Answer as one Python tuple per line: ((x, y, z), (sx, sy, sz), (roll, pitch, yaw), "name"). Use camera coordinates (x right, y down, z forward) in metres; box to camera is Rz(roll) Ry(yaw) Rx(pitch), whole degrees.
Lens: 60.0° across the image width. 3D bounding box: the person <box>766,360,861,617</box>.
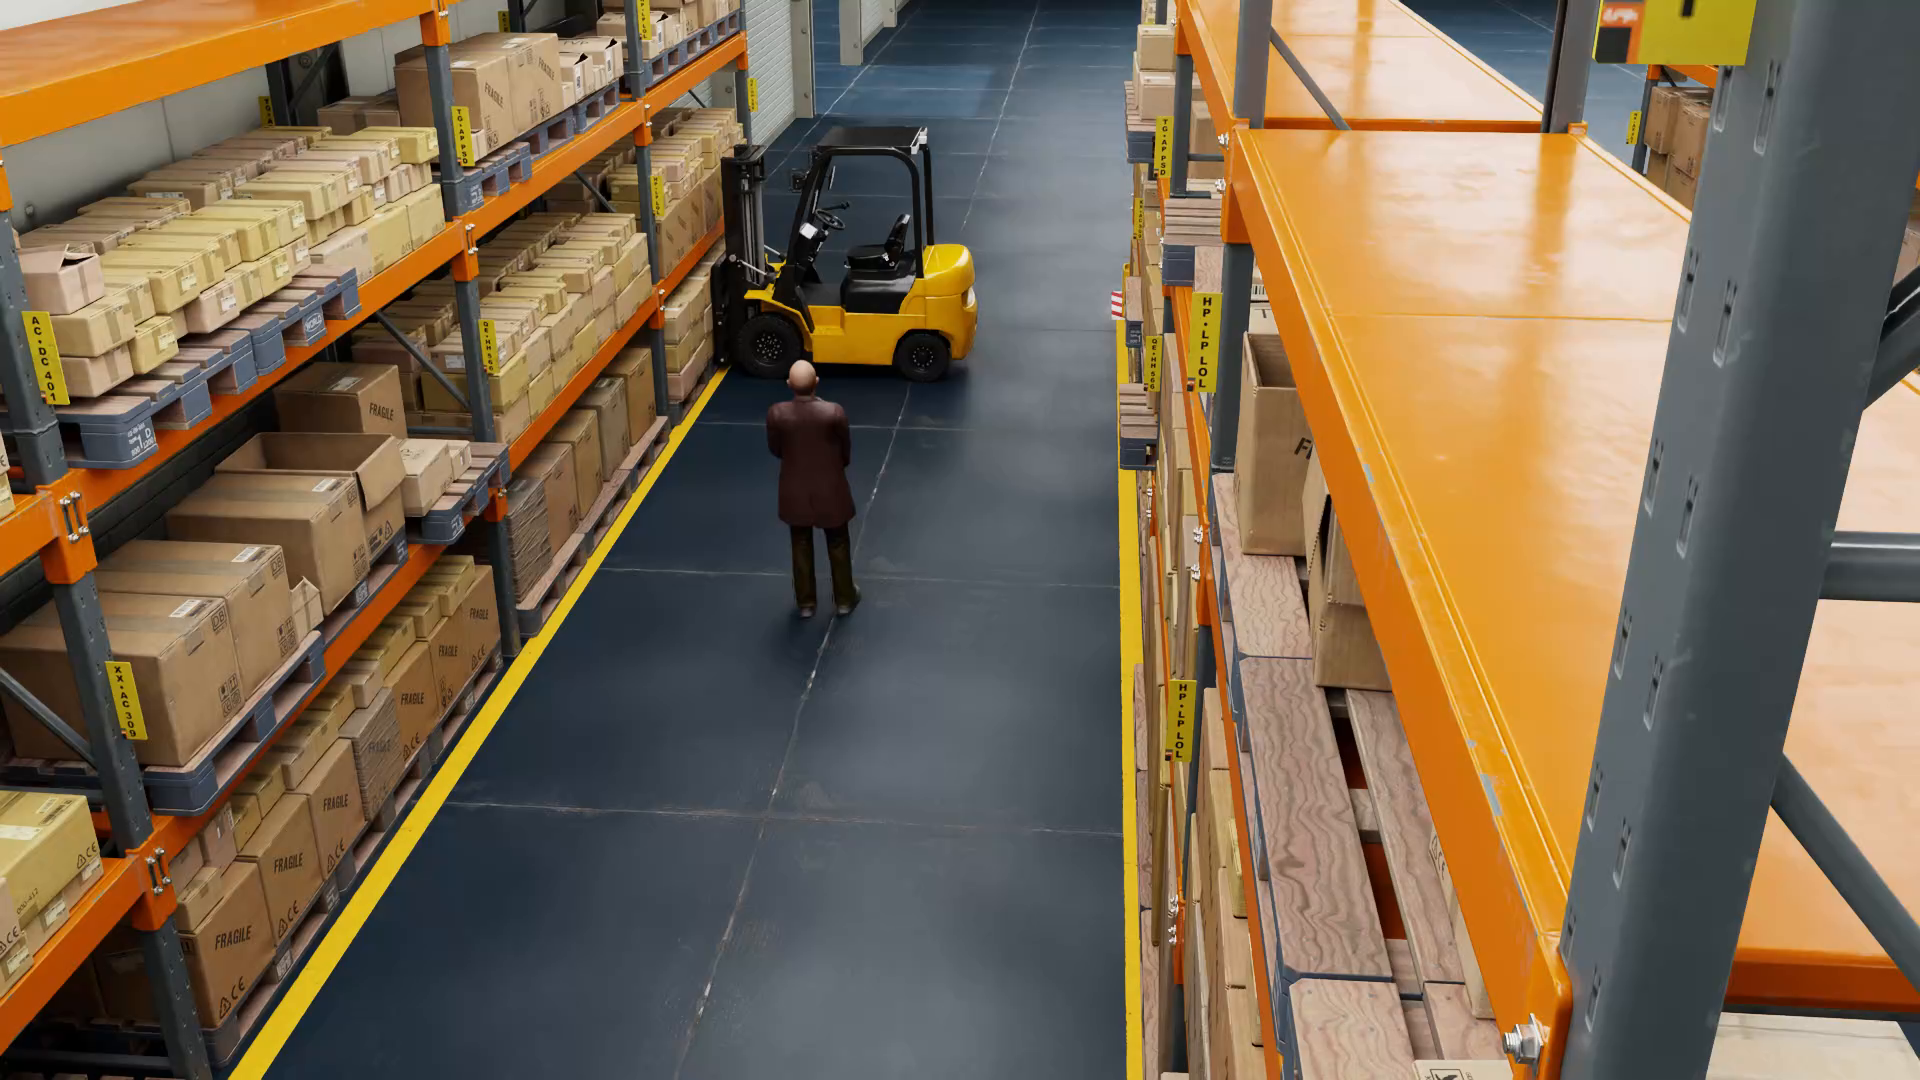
((-0.949, -0.365, 10.845), (0.552, 1.780, 0.536), (2, 24, 4), "person")
